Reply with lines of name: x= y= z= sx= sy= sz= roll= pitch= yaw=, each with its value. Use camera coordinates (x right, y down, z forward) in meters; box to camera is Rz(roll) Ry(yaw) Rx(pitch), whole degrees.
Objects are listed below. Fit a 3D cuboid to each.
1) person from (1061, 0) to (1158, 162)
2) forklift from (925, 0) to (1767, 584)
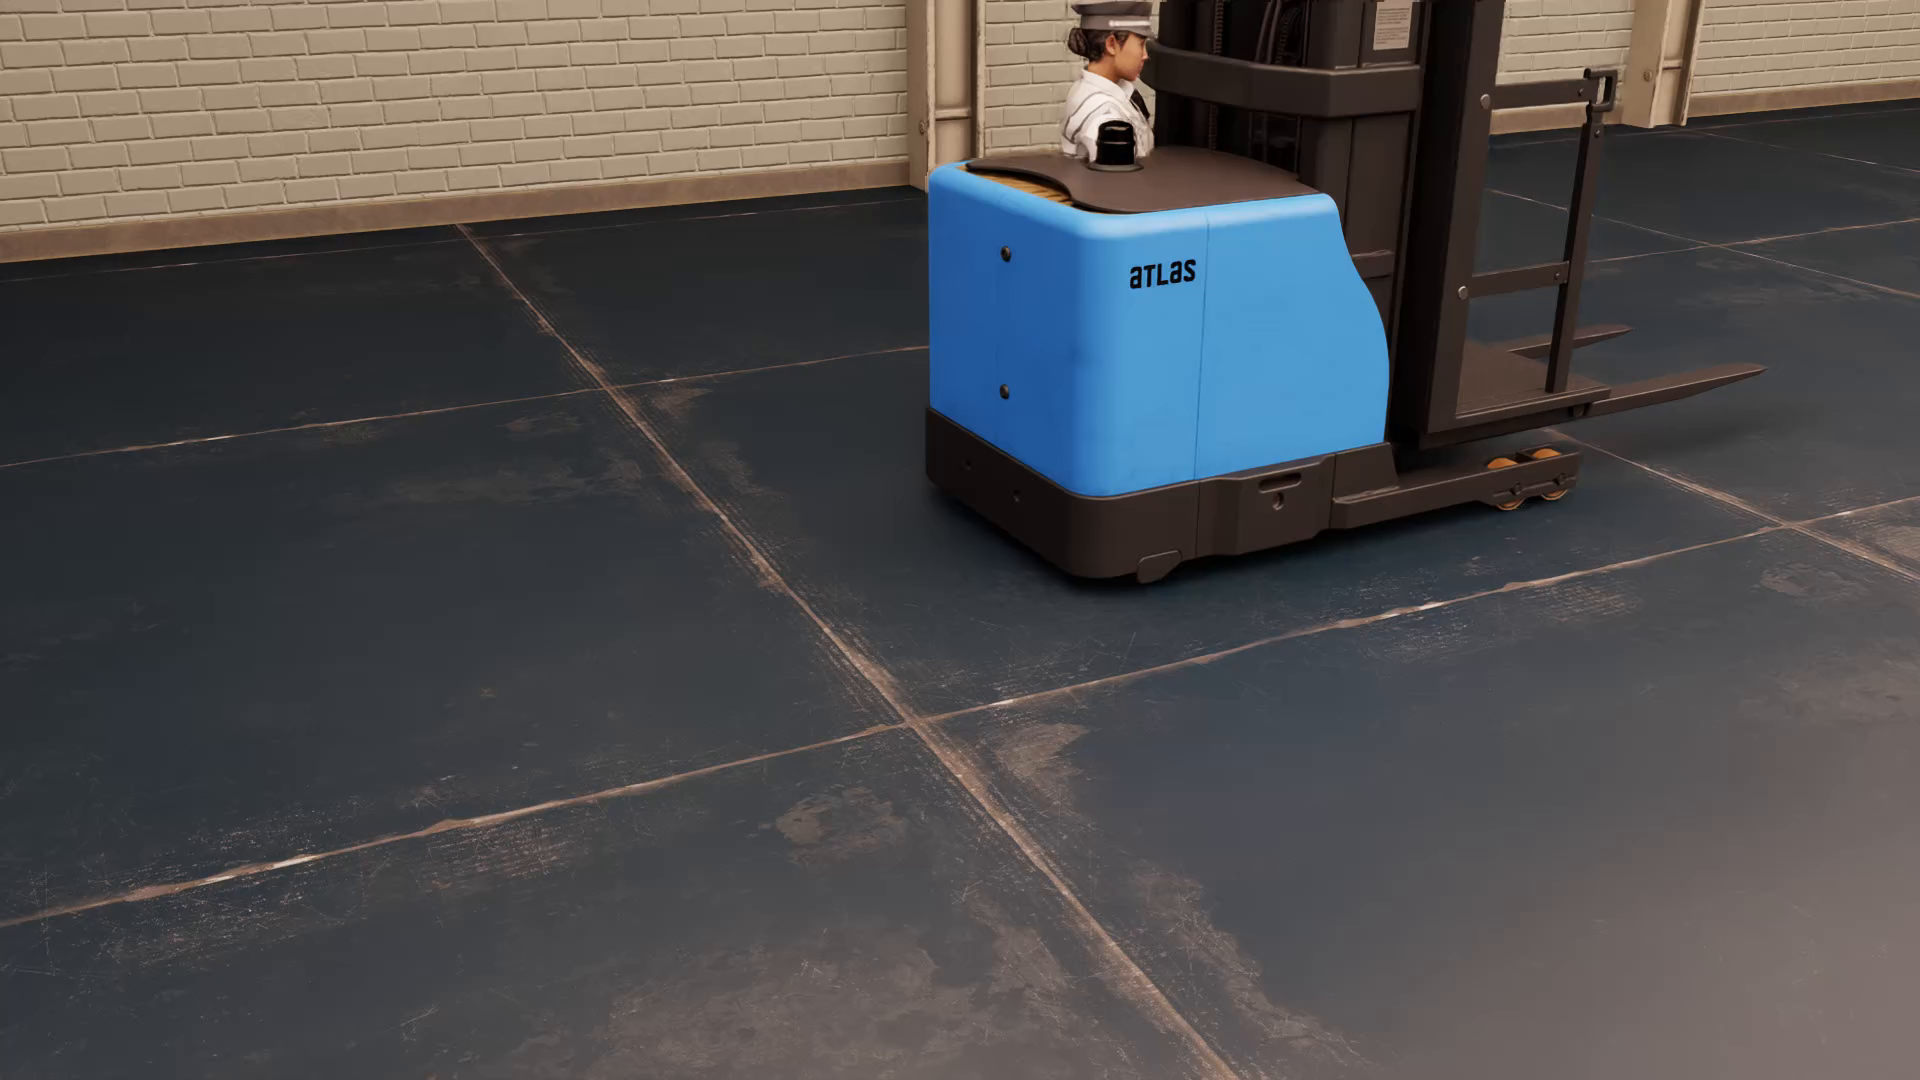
person: x=0.630 y=-0.903 z=5.161 sx=0.658 sy=1.519 sz=0.720 roll=5 pitch=23 yaw=11
forklift: x=1.435 y=-1.614 z=5.170 sx=3.031 sy=2.935 sz=1.130 roll=-11 pitch=25 yaw=-26
